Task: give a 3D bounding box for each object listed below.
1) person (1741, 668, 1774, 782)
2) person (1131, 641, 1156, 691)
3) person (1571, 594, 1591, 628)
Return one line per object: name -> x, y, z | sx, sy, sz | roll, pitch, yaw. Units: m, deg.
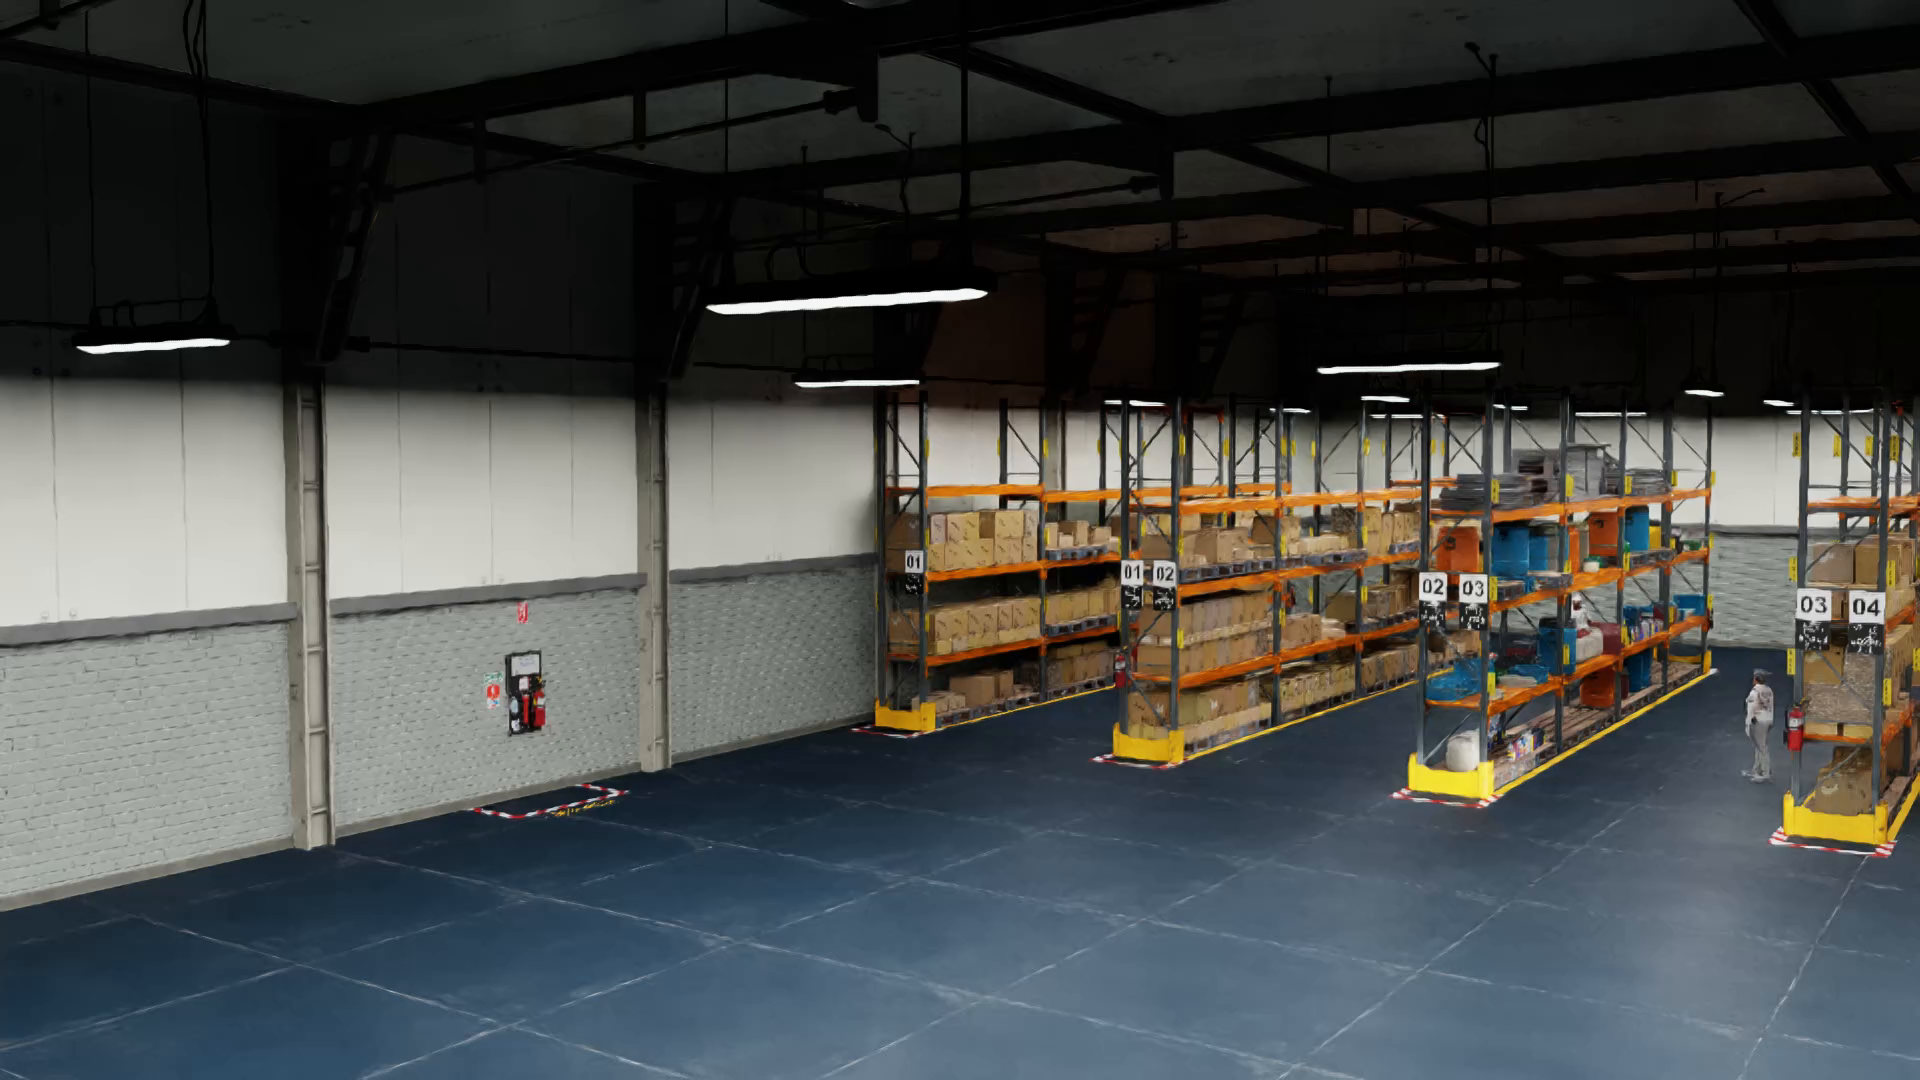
person -> 12.016, 2.770, 25.025 | 0.577, 1.652, 0.559 | -3, 4, -38
person -> 3.395, 2.435, 30.522 | 0.654, 1.717, 0.586 | -1, 3, -25
person -> 13.982, 2.054, 37.720 | 0.577, 1.691, 1.121 | 2, 4, 37
